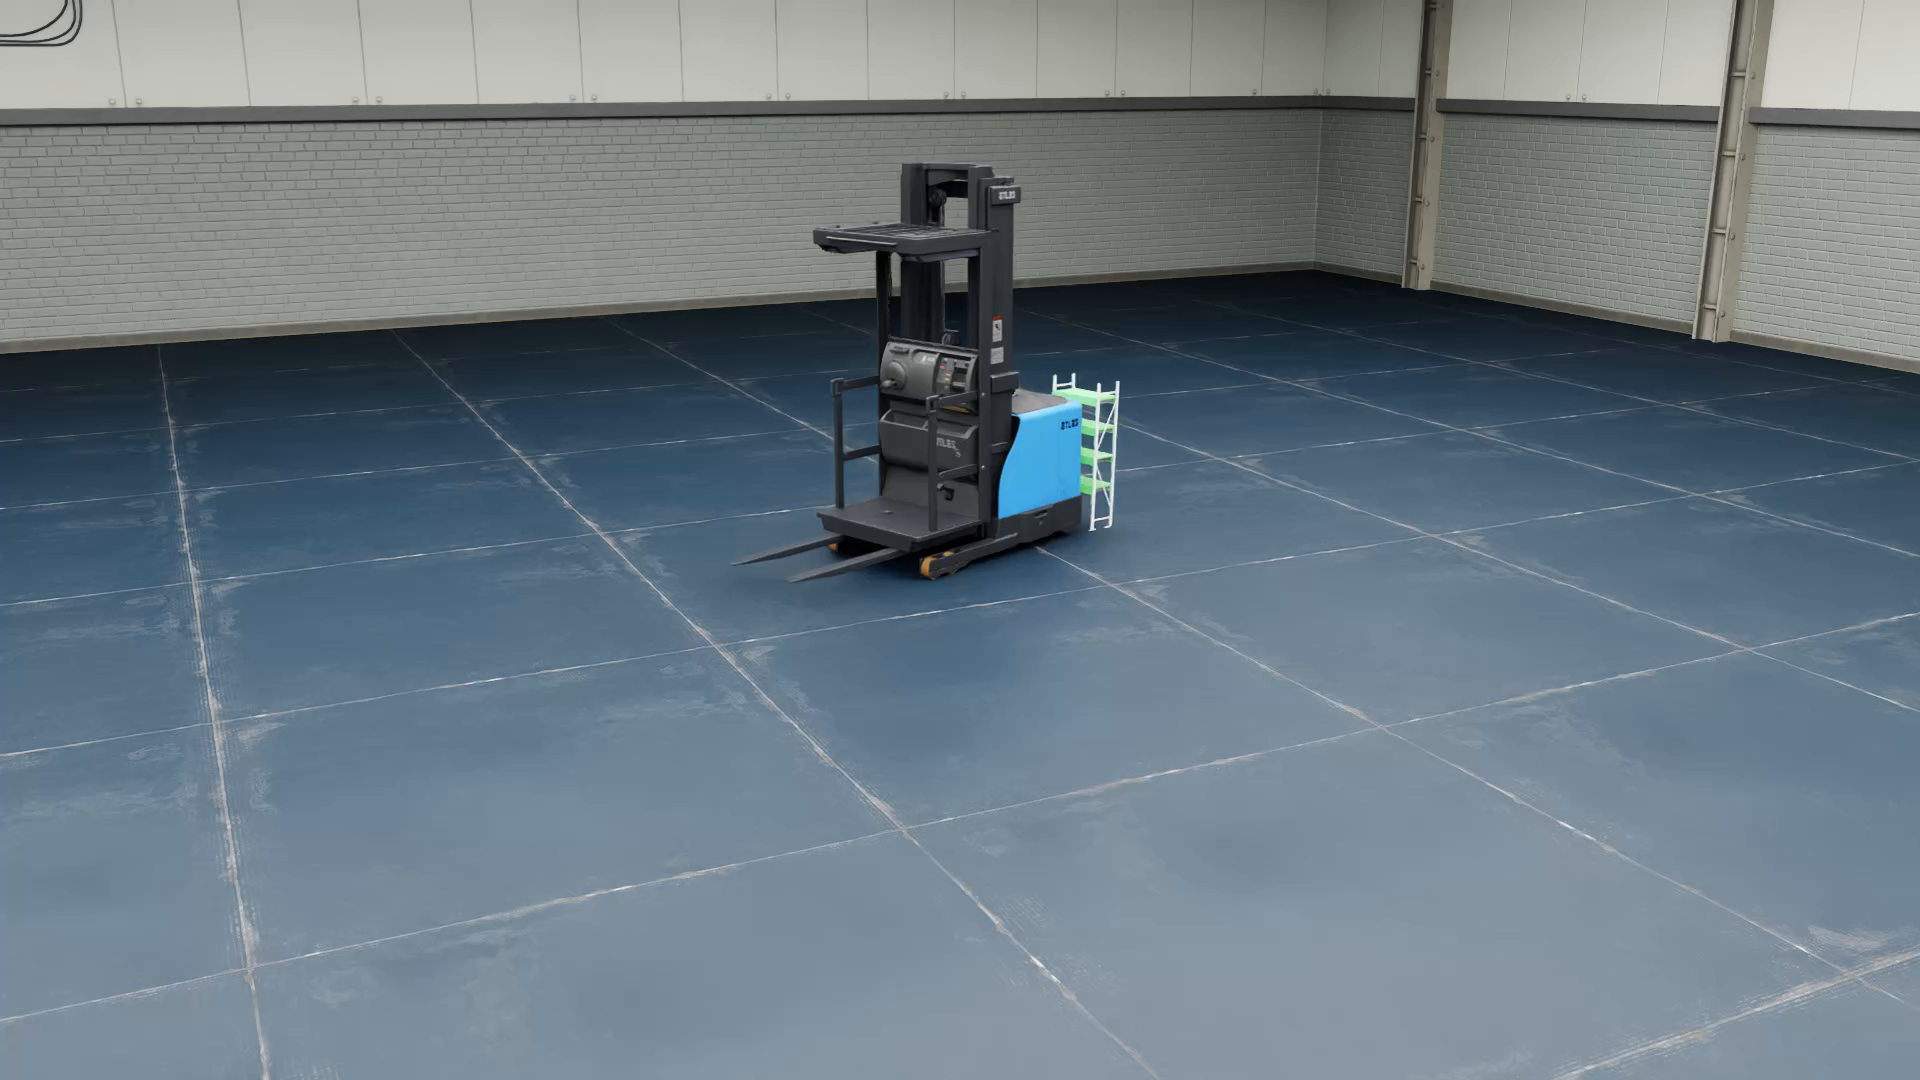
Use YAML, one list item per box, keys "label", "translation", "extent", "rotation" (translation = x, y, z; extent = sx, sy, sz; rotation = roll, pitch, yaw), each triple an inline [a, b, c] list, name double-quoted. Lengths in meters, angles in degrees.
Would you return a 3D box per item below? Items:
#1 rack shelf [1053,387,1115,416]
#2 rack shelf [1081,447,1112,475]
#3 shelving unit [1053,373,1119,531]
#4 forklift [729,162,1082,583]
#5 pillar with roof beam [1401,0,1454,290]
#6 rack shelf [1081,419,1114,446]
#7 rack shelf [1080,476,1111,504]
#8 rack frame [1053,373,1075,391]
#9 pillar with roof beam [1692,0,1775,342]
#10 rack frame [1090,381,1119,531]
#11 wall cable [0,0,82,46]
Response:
- label: "rack shelf"
  translation: [1.013, -1.125, 13.471]
  extent: [0.258, 0.148, 0.480]
  rotation: [-12, 20, -41]
- label: "rack shelf"
  translation: [0.999, -0.661, 13.592]
  extent: [0.258, 0.148, 0.480]
  rotation: [-12, 20, -41]
- label: "shelving unit"
  translation: [1.001, -0.723, 13.575]
  extent: [0.258, 1.200, 0.503]
  rotation: [-12, 20, -41]
- label: "forklift"
  translation: [-0.382, -1.275, 12.380]
  extent: [1.130, 2.935, 3.031]
  rotation: [14, 21, 41]
- label: "pillar with roof beam"
  translation: [3.819, -8.045, 24.972]
  extent: [9.100, 9.000, 0.400]
  rotation: [-8, 18, -25]
- label: "rack shelf"
  translation: [1.006, -0.893, 13.531]
  extent: [0.258, 0.148, 0.480]
  rotation: [-12, 20, -41]
- label: "rack shelf"
  translation: [0.993, -0.429, 13.652]
  extent: [0.258, 0.148, 0.480]
  rotation: [-12, 20, -41]
- label: "rack frame"
  translation: [0.836, -0.772, 13.748]
  extent: [0.240, 1.200, 0.015]
  rotation: [-12, 20, -41]
- label: "pillar with roof beam"
  translation: [6.448, -6.558, 19.788]
  extent: [9.100, 9.000, 0.400]
  rotation: [-8, 18, -25]
- label: "rack frame"
  translation: [1.167, -0.673, 13.403]
  extent: [0.240, 1.200, 0.015]
  rotation: [-12, 20, -41]
- label: "wall cable"
  translation: [-12.188, -8.427, 20.137]
  extent: [2.305, 6.003, 0.169]
  rotation: [-8, 18, -25]
